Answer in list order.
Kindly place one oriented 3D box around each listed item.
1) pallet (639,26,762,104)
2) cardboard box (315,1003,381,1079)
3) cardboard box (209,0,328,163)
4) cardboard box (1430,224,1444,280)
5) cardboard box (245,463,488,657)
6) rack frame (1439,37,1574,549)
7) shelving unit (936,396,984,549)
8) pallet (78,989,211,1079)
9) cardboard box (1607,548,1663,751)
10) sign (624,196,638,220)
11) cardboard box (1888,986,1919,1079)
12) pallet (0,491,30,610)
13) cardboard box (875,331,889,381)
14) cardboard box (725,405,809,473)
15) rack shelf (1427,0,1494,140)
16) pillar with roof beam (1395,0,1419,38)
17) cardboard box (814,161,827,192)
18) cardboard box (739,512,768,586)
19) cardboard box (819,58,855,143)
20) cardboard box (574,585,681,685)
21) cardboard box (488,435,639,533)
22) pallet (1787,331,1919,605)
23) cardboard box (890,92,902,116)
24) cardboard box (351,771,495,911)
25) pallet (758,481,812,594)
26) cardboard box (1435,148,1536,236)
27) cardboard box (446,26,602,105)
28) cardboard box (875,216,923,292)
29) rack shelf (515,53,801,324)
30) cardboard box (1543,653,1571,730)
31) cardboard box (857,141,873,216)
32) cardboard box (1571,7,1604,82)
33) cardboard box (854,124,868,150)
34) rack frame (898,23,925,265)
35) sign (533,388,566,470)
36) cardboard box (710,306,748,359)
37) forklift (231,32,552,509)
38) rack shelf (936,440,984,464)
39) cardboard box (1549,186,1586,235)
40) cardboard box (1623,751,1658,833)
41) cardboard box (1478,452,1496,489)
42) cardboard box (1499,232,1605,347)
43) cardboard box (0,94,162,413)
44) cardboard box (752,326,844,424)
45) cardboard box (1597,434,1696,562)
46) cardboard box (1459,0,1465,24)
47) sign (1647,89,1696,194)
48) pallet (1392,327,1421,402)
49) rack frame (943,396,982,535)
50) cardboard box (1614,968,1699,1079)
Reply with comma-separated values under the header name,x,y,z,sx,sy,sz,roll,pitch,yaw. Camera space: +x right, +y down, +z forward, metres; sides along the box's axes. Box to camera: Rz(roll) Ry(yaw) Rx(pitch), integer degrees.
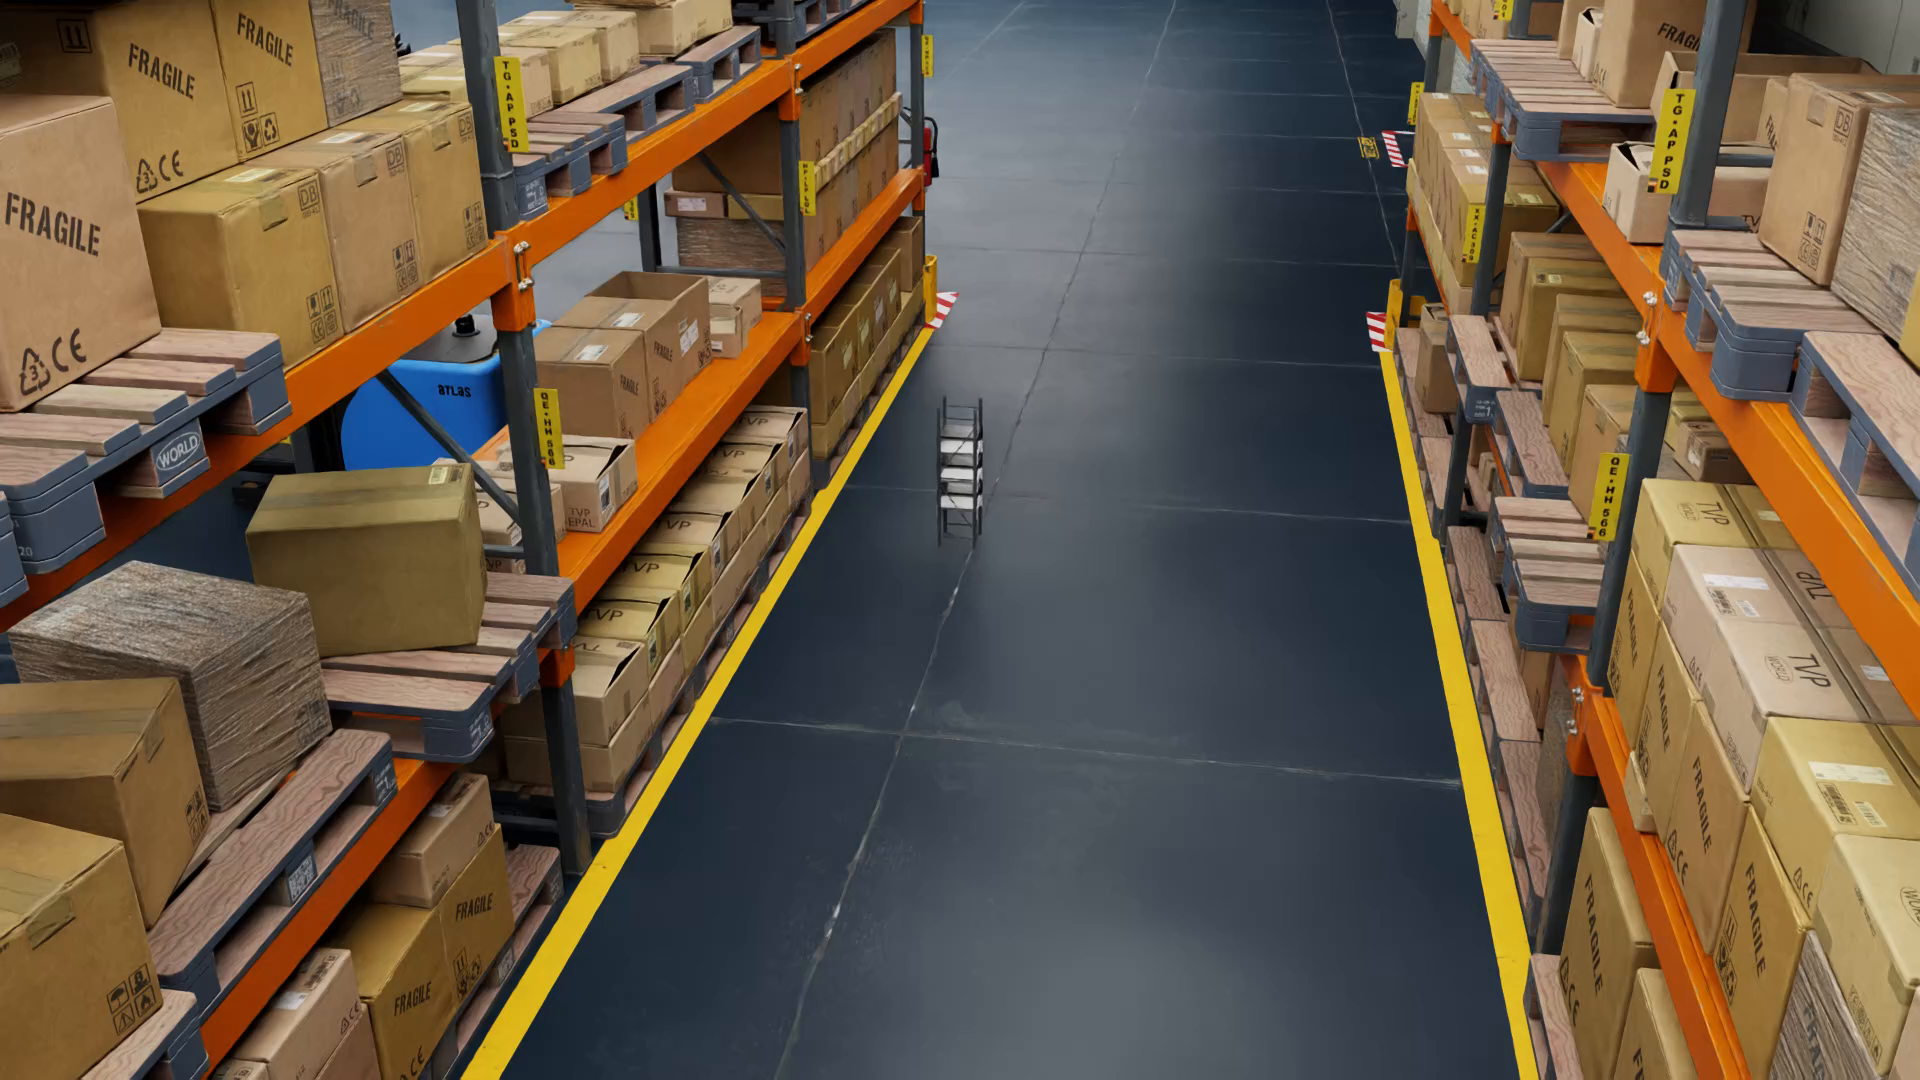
name,x,y,z,sx,sy,sz,roll,pitch,yaw
pallet,-1.583,-2.542,8.830,0.805,0.209,1.217,3,25,6
cardboard box,-2.191,1.810,5.275,0.500,0.500,0.500,3,25,7
cardboard box,-2.266,-1.428,4.928,0.500,0.500,0.500,4,25,9
cardboard box,3.371,-1.878,10.877,0.500,0.250,0.500,4,25,8
cardboard box,-2.097,0.069,5.952,0.700,0.500,0.500,-4,25,-9
rack frame,3.436,-1.298,9.485,1.000,3.000,0.127,4,25,9
shelving unit,-0.001,-0.404,10.052,0.258,0.900,0.210,4,25,9
pallet,-2.521,1.466,3.806,1.003,0.211,1.213,4,25,9
cardboard box,2.451,0.371,5.427,0.500,0.500,0.500,5,26,10
sign,-1.999,-2.106,10.096,0.100,0.325,0.005,4,25,9
cardboard box,2.046,1.093,3.000,0.500,0.250,0.500,5,25,10
pallet,-2.583,0.165,3.043,1.213,0.211,1.003,4,25,9
cardboard box,-0.827,-1.385,12.418,0.500,0.250,0.500,4,25,9
cardboard box,-1.235,-0.650,10.186,0.500,0.311,0.500,4,25,9
rack shelf,3.763,-3.167,10.789,1.077,0.370,4.000,4,25,9
pillar with roof beam,3.524,-13.162,27.755,9.100,9.000,0.400,4,25,9
cardboard box,-1.094,-2.401,10.958,0.380,0.149,0.250,4,25,8
cardboard box,-1.401,0.034,9.387,0.500,0.250,0.500,5,25,10
cardboard box,-1.139,-3.088,11.662,0.700,0.500,0.500,4,25,9
cardboard box,-1.652,0.415,7.911,0.500,0.311,0.500,3,25,7
cardboard box,-1.768,-0.287,7.431,0.500,0.311,0.500,4,25,8
pallet,2.550,-0.157,3.733,1.003,0.211,1.213,5,26,11
cardboard box,-0.672,-3.479,13.261,0.380,0.149,0.250,4,25,8
cardboard box,-2.032,1.058,5.997,0.500,0.250,0.500,5,26,11
pallet,-1.533,-0.066,10.142,1.003,0.211,1.213,4,25,9
cardboard box,3.377,-2.217,10.717,0.500,0.500,0.500,3,25,7
cardboard box,-1.914,-2.100,7.342,0.500,0.250,0.500,4,25,7
cardboard box,-0.592,-2.352,13.601,0.500,0.500,0.500,4,25,9
rack shelf,-1.778,-1.836,7.945,1.077,0.370,4.000,4,25,9
cardboard box,3.048,0.795,7.442,0.700,0.500,0.500,4,25,8
cardboard box,-1.055,-2.737,12.440,0.700,0.500,0.500,4,25,9
cardboard box,3.167,-2.326,7.752,0.500,0.311,0.500,5,26,10
cardboard box,-0.882,-2.937,12.104,0.380,0.149,0.250,5,25,10
rack frame,-0.798,-3.313,13.789,1.000,3.000,0.127,4,25,9
sign,-1.568,-0.422,6.341,0.100,0.325,0.005,4,25,9
cardboard box,-1.414,-1.199,9.431,0.396,0.266,0.258,3,25,7
forklift,-4.180,-1.722,10.471,3.031,2.935,1.130,5,26,11
rack shelf,-0.001,-0.537,9.990,0.258,0.077,0.200,4,25,9
cardboard box,3.719,-1.761,9.743,0.500,0.500,0.500,3,25,7
cardboard box,2.323,0.811,5.252,0.380,0.149,0.250,5,26,10
cardboard box,3.494,-0.440,10.475,0.380,0.166,0.250,1,25,2
cardboard box,3.319,-1.332,8.921,0.700,0.500,0.500,4,25,9
cardboard box,-2.389,-0.697,3.931,0.600,0.600,0.600,3,25,6
cardboard box,-1.067,-1.097,10.918,0.500,0.500,0.500,4,25,9
cardboard box,2.849,-0.067,6.218,0.700,0.500,0.500,1,25,2
cardboard box,3.518,-3.596,10.715,0.500,0.500,0.500,6,26,12
sign,2.247,-1.256,5.248,0.100,0.325,0.005,4,25,9
pallet,3.910,-1.339,12.862,1.003,0.211,1.213,4,25,9
rack frame,0.015,-0.447,10.143,0.240,0.900,0.006,4,25,9
cardboard box,2.383,1.823,4.859,0.750,0.750,0.750,4,25,8
